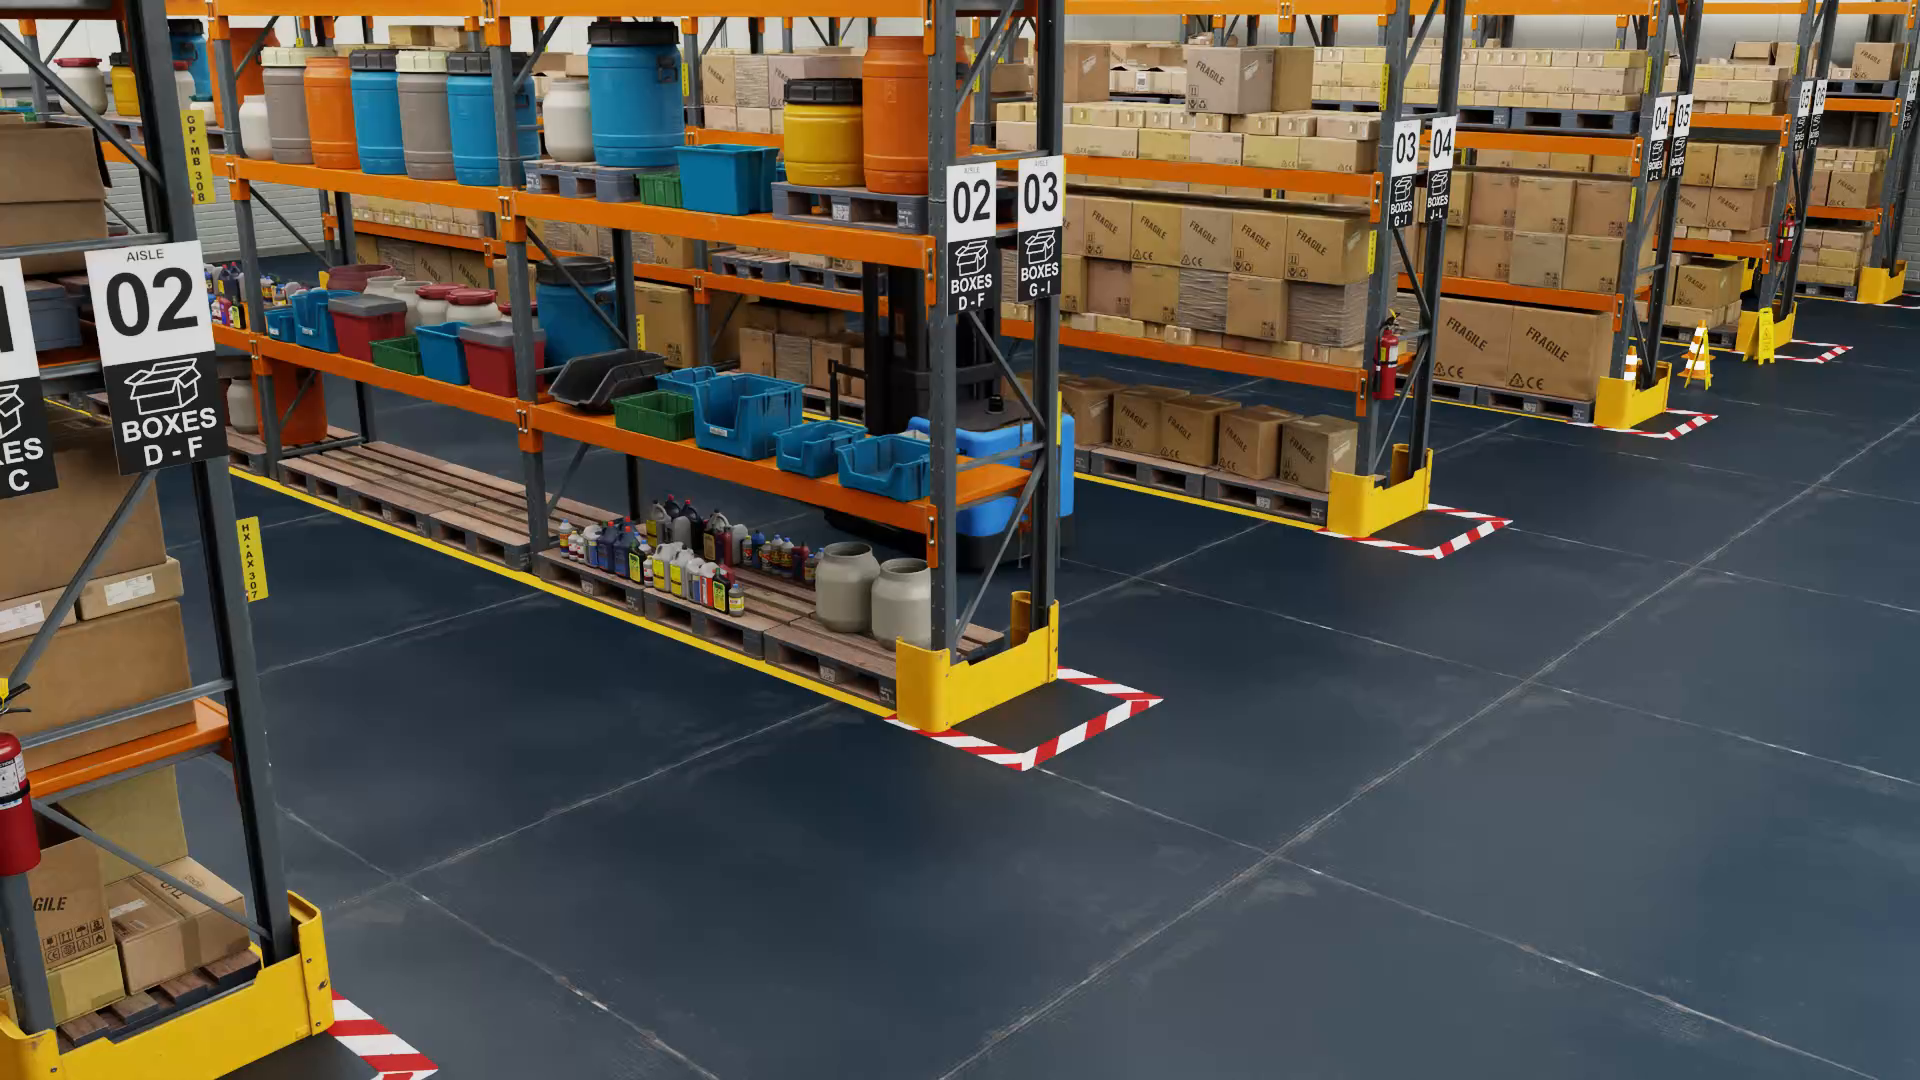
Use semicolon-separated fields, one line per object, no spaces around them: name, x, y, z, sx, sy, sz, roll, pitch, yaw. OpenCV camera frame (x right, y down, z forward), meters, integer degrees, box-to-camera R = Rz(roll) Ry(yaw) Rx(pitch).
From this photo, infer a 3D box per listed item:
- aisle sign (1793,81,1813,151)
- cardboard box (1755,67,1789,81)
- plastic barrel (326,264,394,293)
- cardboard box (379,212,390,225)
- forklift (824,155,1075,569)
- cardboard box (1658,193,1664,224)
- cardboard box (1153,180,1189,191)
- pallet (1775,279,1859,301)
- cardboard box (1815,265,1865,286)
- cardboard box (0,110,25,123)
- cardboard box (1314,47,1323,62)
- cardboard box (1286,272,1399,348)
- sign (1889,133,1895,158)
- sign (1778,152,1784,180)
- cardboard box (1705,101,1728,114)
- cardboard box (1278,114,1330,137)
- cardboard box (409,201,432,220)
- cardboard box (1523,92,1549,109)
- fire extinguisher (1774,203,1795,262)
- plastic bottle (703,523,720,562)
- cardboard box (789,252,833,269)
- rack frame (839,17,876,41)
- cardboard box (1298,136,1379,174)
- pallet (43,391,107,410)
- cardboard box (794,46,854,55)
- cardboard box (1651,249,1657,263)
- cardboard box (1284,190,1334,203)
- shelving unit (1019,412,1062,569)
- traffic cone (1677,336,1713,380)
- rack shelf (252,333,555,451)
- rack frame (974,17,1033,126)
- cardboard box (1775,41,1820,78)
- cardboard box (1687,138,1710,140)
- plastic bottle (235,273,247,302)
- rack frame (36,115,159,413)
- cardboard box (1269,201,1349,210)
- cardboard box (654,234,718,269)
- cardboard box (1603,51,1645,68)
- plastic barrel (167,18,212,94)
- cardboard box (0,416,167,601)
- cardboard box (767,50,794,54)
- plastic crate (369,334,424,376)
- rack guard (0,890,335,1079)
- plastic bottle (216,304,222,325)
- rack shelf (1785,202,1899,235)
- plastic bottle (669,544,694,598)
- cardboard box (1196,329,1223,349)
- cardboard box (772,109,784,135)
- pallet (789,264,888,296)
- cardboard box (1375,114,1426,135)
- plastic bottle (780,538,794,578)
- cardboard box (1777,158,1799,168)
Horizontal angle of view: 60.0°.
aisle sign;9.925;-4.993;19.588;0.004;0.787;0.394;15;23;39
cardboard box;9.623;-5.523;19.695;0.250;0.149;0.380;15;23;40
plastic barrel;-5.229;-2.116;14.595;0.708;0.536;0.600;15;23;39
cardboard box;-7.464;-4.279;22.052;0.250;0.149;0.380;15;23;39
forklift;-0.449;-1.559;13.178;1.130;2.935;3.031;-14;23;-38
cardboard box;8.739;-4.271;20.954;0.500;0.500;0.500;15;23;39
cardboard box;2.731;-4.322;19.953;0.500;0.500;0.700;15;23;40
pallet;12.764;-3.771;24.644;1.213;0.211;1.003;15;23;39
cardboard box;12.802;-3.868;24.193;0.500;0.250;0.500;15;23;40
cardboard box;-4.145;-1.489;6.795;0.500;0.500;0.500;15;23;39
cardboard box;3.916;-5.283;18.078;0.250;0.149;0.380;15;23;40
cardboard box;3.101;-1.896;13.470;0.500;0.500;0.875;15;23;39
sign;12.993;-5.501;23.180;0.005;0.325;0.100;15;23;39
sign;9.688;-4.413;19.622;0.005;0.325;0.100;15;23;39
cardboard box;9.235;-5.254;20.165;0.250;0.149;0.380;16;24;41
cardboard box;2.685;-3.232;12.968;0.250;0.149;0.380;14;22;37
cardboard box;-6.757;-4.305;21.473;0.500;0.250;0.500;16;23;40
cardboard box;5.819;-4.393;16.591;0.250;0.149;0.380;15;23;40
fire extinguisher;9.851;-3.668;19.838;0.183;0.674;0.296;15;23;39
plastic bottle;-1.776;0.008;11.890;0.133;0.283;0.061;15;23;39
cardboard box;-1.389;-2.936;16.959;0.500;0.250;0.500;14;22;38
rack frame;-1.895;-9.904;29.443;0.127;3.000;1.000;15;23;39
cardboard box;2.964;-2.988;12.856;0.500;0.250;0.500;16;23;40
pallet;-9.345;-1.689;18.083;1.213;0.211;1.003;15;23;39
cardboard box;-1.903;-6.678;23.376;0.500;0.500;0.700;15;23;39
cardboard box;8.794;-3.600;21.035;0.250;0.149;0.380;16;23;40
cardboard box;4.123;-3.999;18.722;0.550;0.550;0.875;15;23;39
shelving unit;0.590;-0.360;12.262;0.258;1.200;0.189;-14;23;-38
traffic cone;8.411;-2.098;18.957;0.334;0.463;0.336;15;23;39
rack shelf;-4.282;-1.331;13.537;4.000;0.370;1.077;15;23;39
rack frame;0.502;-5.253;14.786;0.127;3.000;1.000;15;23;39
cardboard box;12.171;-6.943;24.047;0.500;0.500;0.700;15;23;40
cardboard box;11.407;-6.116;25.695;0.250;0.149;0.380;14;23;38
plastic bottle;-6.924;-2.455;16.094;0.135;0.276;0.152;15;23;39
rack frame;-8.769;-2.879;17.224;0.127;3.000;1.000;15;23;39
cardboard box;2.894;-2.530;13.815;0.500;0.500;0.500;15;23;39
cardboard box;-3.023;-3.287;18.345;0.500;0.500;0.500;16;24;41
cardboard box;6.384;-4.621;15.991;0.250;0.149;0.380;15;23;40
plastic barrel;-7.391;-4.440;15.660;0.708;0.901;0.600;15;23;39
cardboard box;-3.465;-0.123;6.229;0.500;0.500;0.700;15;23;39
cardboard box;-2.529;-6.889;23.663;0.250;0.149;0.380;14;22;37
plastic crate;-4.276;-1.457;13.095;0.662;0.188;0.450;15;23;39
rack guard;-3.067;1.847;6.466;0.348;0.500;1.175;15;23;39
plastic bottle;-6.610;-2.039;14.907;0.097;0.201;0.097;0;18;0
rack shelf;11.868;-5.015;25.143;4.000;0.370;1.077;15;23;39
plastic bottle;-1.859;0.197;11.184;0.185;0.351;0.144;16;24;41
cardboard box;2.198;-1.728;14.013;0.250;0.149;0.380;15;23;39
cardboard box;-1.533;-4.198;16.671;0.500;0.250;0.500;16;23;40
pallet;-0.982;-2.717;17.030;1.213;0.211;1.003;15;23;39
cardboard box;3.441;-3.246;13.010;0.250;0.149;0.380;15;23;39
plastic bottle;-1.199;0.118;11.564;0.097;0.271;0.097;0;18;0
cardboard box;12.145;-5.525;24.323;0.250;0.149;0.380;14;22;38
